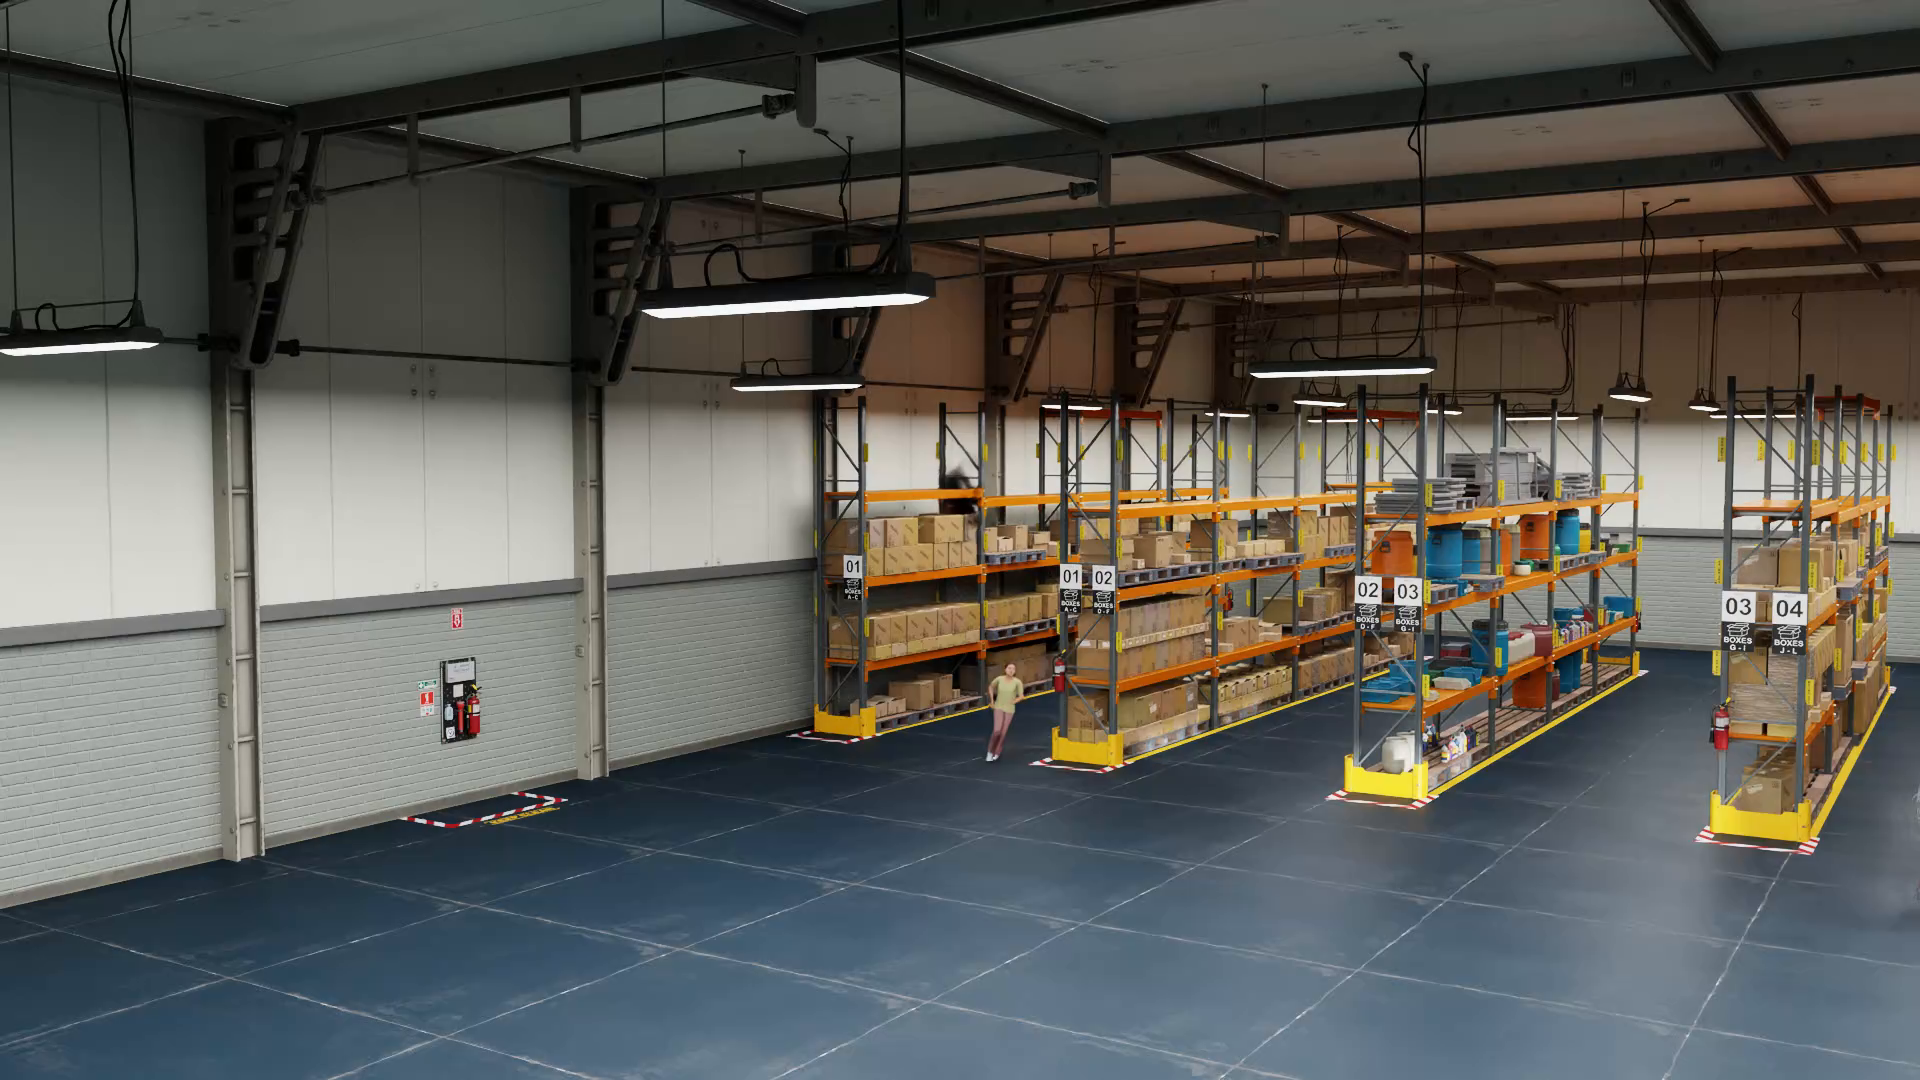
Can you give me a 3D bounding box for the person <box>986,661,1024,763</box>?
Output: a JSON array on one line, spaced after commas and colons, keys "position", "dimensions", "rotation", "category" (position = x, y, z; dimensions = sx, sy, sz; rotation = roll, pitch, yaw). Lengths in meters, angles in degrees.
[{"position": [0.726, 2.779, 26.872], "dimensions": [0.613, 1.610, 0.586], "rotation": [0, 3, -1], "category": "person"}]
